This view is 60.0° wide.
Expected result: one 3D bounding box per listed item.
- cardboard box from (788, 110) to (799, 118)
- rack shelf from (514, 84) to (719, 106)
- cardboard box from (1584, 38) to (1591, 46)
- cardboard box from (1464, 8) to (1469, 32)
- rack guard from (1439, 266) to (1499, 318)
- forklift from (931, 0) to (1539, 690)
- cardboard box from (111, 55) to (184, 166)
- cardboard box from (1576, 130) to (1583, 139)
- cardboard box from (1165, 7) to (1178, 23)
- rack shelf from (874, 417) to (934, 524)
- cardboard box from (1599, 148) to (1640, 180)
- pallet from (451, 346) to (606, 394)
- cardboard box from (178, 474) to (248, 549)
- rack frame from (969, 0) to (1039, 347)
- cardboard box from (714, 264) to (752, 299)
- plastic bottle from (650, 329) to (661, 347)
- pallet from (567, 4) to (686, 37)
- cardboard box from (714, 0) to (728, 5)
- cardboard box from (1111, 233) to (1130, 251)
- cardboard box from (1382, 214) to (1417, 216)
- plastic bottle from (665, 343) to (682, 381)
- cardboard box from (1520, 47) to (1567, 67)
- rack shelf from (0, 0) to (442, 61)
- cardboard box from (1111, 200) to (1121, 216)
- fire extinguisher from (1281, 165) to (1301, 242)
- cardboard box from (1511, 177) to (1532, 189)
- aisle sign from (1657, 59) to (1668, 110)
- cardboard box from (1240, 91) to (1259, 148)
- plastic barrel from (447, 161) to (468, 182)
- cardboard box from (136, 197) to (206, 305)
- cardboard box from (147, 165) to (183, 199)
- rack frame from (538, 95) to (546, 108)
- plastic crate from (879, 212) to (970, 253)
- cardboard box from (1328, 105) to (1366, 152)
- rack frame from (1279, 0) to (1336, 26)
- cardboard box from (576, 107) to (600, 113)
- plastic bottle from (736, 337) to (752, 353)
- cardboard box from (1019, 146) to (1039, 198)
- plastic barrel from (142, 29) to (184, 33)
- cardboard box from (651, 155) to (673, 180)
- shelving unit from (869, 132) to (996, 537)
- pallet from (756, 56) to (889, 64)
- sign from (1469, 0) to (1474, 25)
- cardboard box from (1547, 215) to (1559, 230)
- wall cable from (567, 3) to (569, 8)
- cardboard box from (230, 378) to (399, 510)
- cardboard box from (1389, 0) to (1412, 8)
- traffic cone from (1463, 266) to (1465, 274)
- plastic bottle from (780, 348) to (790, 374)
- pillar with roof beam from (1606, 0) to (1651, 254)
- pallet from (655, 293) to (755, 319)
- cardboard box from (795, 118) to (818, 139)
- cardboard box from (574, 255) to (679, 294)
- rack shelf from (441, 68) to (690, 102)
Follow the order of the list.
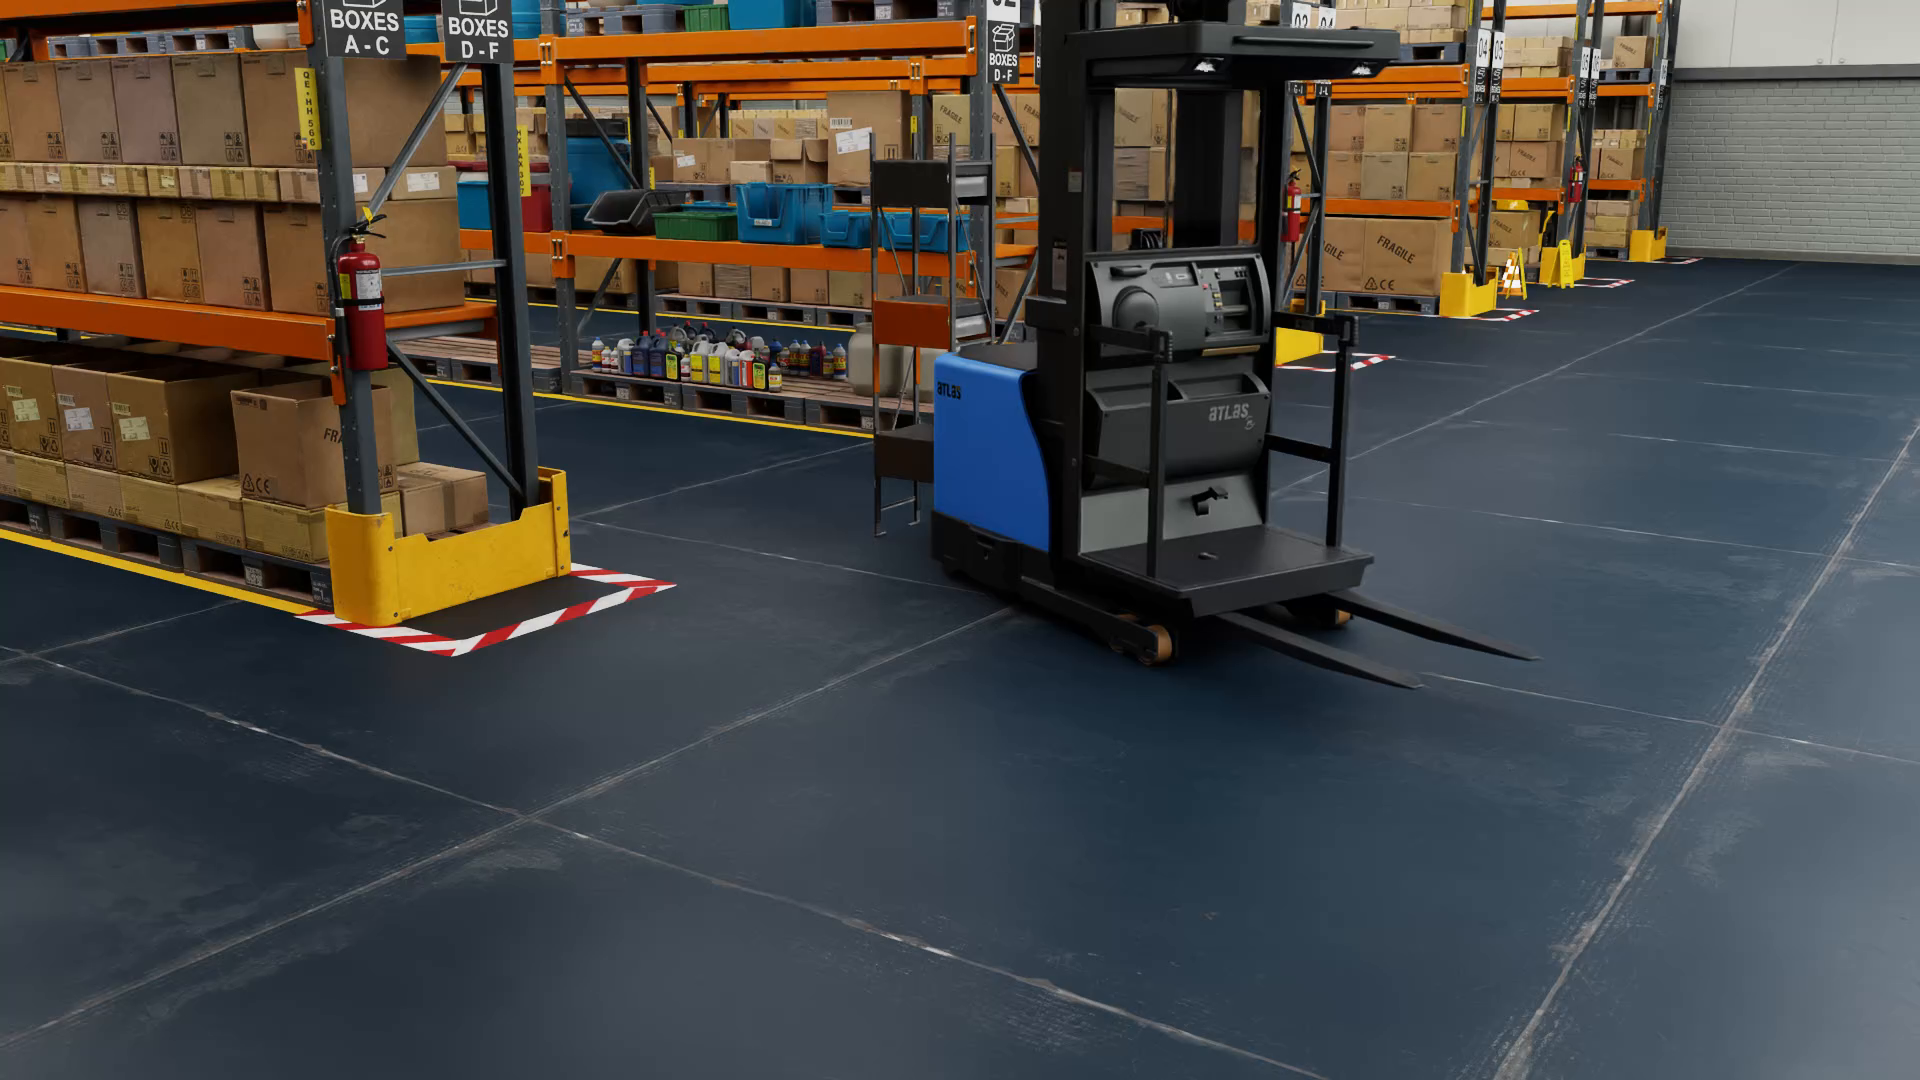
[{"bbox_3d":[-2.943,-7.812,30.500,0.250,0.149,0.380,9,17,33],"label":"cardboard box"},{"bbox_3d":[-5.610,-7.146,26.703,4.000,0.370,1.077,9,17,33],"label":"rack shelf"},{"bbox_3d":[10.155,-8.077,27.678,0.500,0.500,0.700,9,17,33],"label":"cardboard box"},{"bbox_3d":[5.749,-6.057,19.420,0.500,0.250,0.500,9,17,33],"label":"cardboard box"},{"bbox_3d":[6.026,-2.945,19.679,0.348,0.500,1.175,9,17,33],"label":"rack guard"},{"bbox_3d":[1.062,-1.040,6.925,1.130,2.935,3.031,-9,16,-31],"label":"forklift"},{"bbox_3d":[-3.660,-2.099,8.152,0.500,0.500,0.700,9,17,33],"label":"cardboard box"},{"bbox_3d":[10.418,-6.771,27.756,0.250,0.149,0.380,9,17,33],"label":"cardboard box"},{"bbox_3d":[2.090,-4.840,15.373,0.250,0.149,0.380,9,17,33],"label":"cardboard box"},{"bbox_3d":[-0.137,-0.349,8.832,0.480,0.518,0.431,9,17,33],"label":"rack shelf"},{"bbox_3d":[10.897,-6.214,27.477,0.500,0.500,0.500,9,16,32],"label":"cardboard box"},{"bbox_3d":[-3.602,-1.479,14.359,1.213,0.211,1.003,9,17,33],"label":"pallet"},{"bbox_3d":[-3.409,-0.158,8.068,0.500,0.250,0.500,9,17,33],"label":"cardboard box"},{"bbox_3d":[0.390,-2.199,11.462,0.127,3.000,1.000,9,17,33],"label":"rack frame"},{"bbox_3d":[-2.449,-3.101,19.396,0.500,0.500,0.700,8,16,28],"label":"cardboard box"},{"bbox_3d":[-2.410,-1.500,13.239,0.185,0.351,0.144,9,17,33],"label":"plastic bottle"},{"bbox_3d":[-2.276,-4.022,12.979,1.003,0.211,1.213,9,17,33],"label":"pallet"},{"bbox_3d":[-2.397,-5.757,18.347,0.500,0.500,0.500,9,16,31],"label":"cardboard box"},{"bbox_3d":[2.122,-3.875,22.043,0.750,0.750,1.050,9,17,33],"label":"cardboard box"},{"bbox_3d":[6.585,-4.659,24.691,0.500,0.500,0.500,10,17,36],"label":"cardboard box"},{"bbox_3d":[-2.220,-1.383,12.906,0.133,0.283,0.061,10,17,35],"label":"plastic bottle"},{"bbox_3d":[8.110,-6.705,23.116,0.500,0.250,0.500,9,16,32],"label":"cardboard box"},{"bbox_3d":[-4.037,-2.587,8.284,4.000,0.370,1.077,9,17,33],"label":"rack shelf"},{"bbox_3d":[1.499,-3.241,16.198,0.250,0.149,0.380,9,17,33],"label":"cardboard box"},{"bbox_3d":[2.992,-3.041,15.028,0.183,0.674,0.296,9,17,33],"label":"fire extinguisher"},{"bbox_3d":[7.983,-5.059,23.542,0.250,0.149,0.380,9,16,32],"label":"cardboard box"},{"bbox_3d":[11.343,-7.347,26.849,0.004,0.787,0.394,9,17,33],"label":"aisle sign"},{"bbox_3d":[2.560,-3.889,15.383,0.500,0.500,0.500,9,17,33],"label":"cardboard box"},{"bbox_3d":[-4.568,-3.129,14.940,0.433,0.535,0.433,0,14,0],"label":"plastic barrel"},{"bbox_3d":[-3.605,-1.462,8.280,0.500,0.500,0.700,9,17,33],"label":"cardboard box"},{"bbox_3d":[-3.657,-1.727,7.997,0.250,0.149,0.380,10,17,35],"label":"cardboard box"},{"bbox_3d":[-7.270,-6.307,28.060,0.127,3.000,1.000,9,17,33],"label":"rack frame"},{"bbox_3d":[-0.192,-2.134,11.510,0.616,0.251,0.499,9,17,33],"label":"plastic crate"},{"bbox_3d":[4.823,-4.974,20.113,0.550,0.550,0.875,9,17,33],"label":"cardboard box"},{"bbox_3d":[3.154,-6.098,14.731,0.127,3.000,1.000,9,17,33],"label":"rack frame"},{"bbox_3d":[-5.779,-6.664,26.594,0.500,0.500,0.500,9,16,31],"label":"cardboard box"},{"bbox_3d":[-1.733,-1.488,13.330,0.133,0.283,0.061,9,17,33],"label":"plastic bottle"},{"bbox_3d":[1.041,-3.722,16.788,0.500,0.500,0.875,9,17,33],"label":"cardboard box"},{"bbox_3d":[-7.803,-5.205,16.208,0.433,0.535,0.433,0,14,0],"label":"plastic barrel"},{"bbox_3d":[-3.735,-4.427,20.256,0.500,0.500,0.500,10,17,34],"label":"cardboard box"},{"bbox_3d":[-0.137,-1.041,8.661,0.503,2.100,0.431,9,17,33],"label":"shelving unit"},{"bbox_3d":[-1.480,-5.330,18.260,1.003,0.211,1.213,9,17,33],"label":"pallet"},{"bbox_3d":[5.692,-5.903,18.505,0.005,0.325,0.100,9,17,33],"label":"sign"},{"bbox_3d":[10.024,-5.401,28.209,0.500,0.250,0.500,9,16,32],"label":"cardboard box"},{"bbox_3d":[-9.046,-11.076,34.840,0.029,3.000,2.355,9,17,33],"label":"wall cable"},{"bbox_3d":[-2.988,-0.457,7.715,0.500,0.500,0.500,9,17,33],"label":"cardboard box"},{"bbox_3d":[5.119,-6.181,19.088,0.250,0.149,0.380,10,17,34],"label":"cardboard box"},{"bbox_3d":[6.358,-3.284,21.128,0.334,0.463,0.336,9,17,33],"label":"traffic cone"},{"bbox_3d":[-1.390,-1.432,13.272,0.097,0.201,0.097,0,14,0],"label":"plastic bottle"},{"bbox_3d":[8.975,-8.479,24.349,0.400,9.000,9.100,9,17,33],"label":"pillar with roof beam"},{"bbox_3d":[-2.836,-2.800,19.696,1.213,0.211,1.003,9,17,33],"label":"pallet"},{"bbox_3d":[-2.662,-7.450,30.386,0.500,0.500,0.500,9,17,34],"label":"cardboard box"},{"bbox_3d":[-4.045,-3.528,20.381,0.875,0.875,1.225,8,16,30],"label":"cardboard box"},{"bbox_3d":[-5.143,-5.634,20.595,4.000,0.370,1.077,9,17,33],"label":"rack shelf"}]
